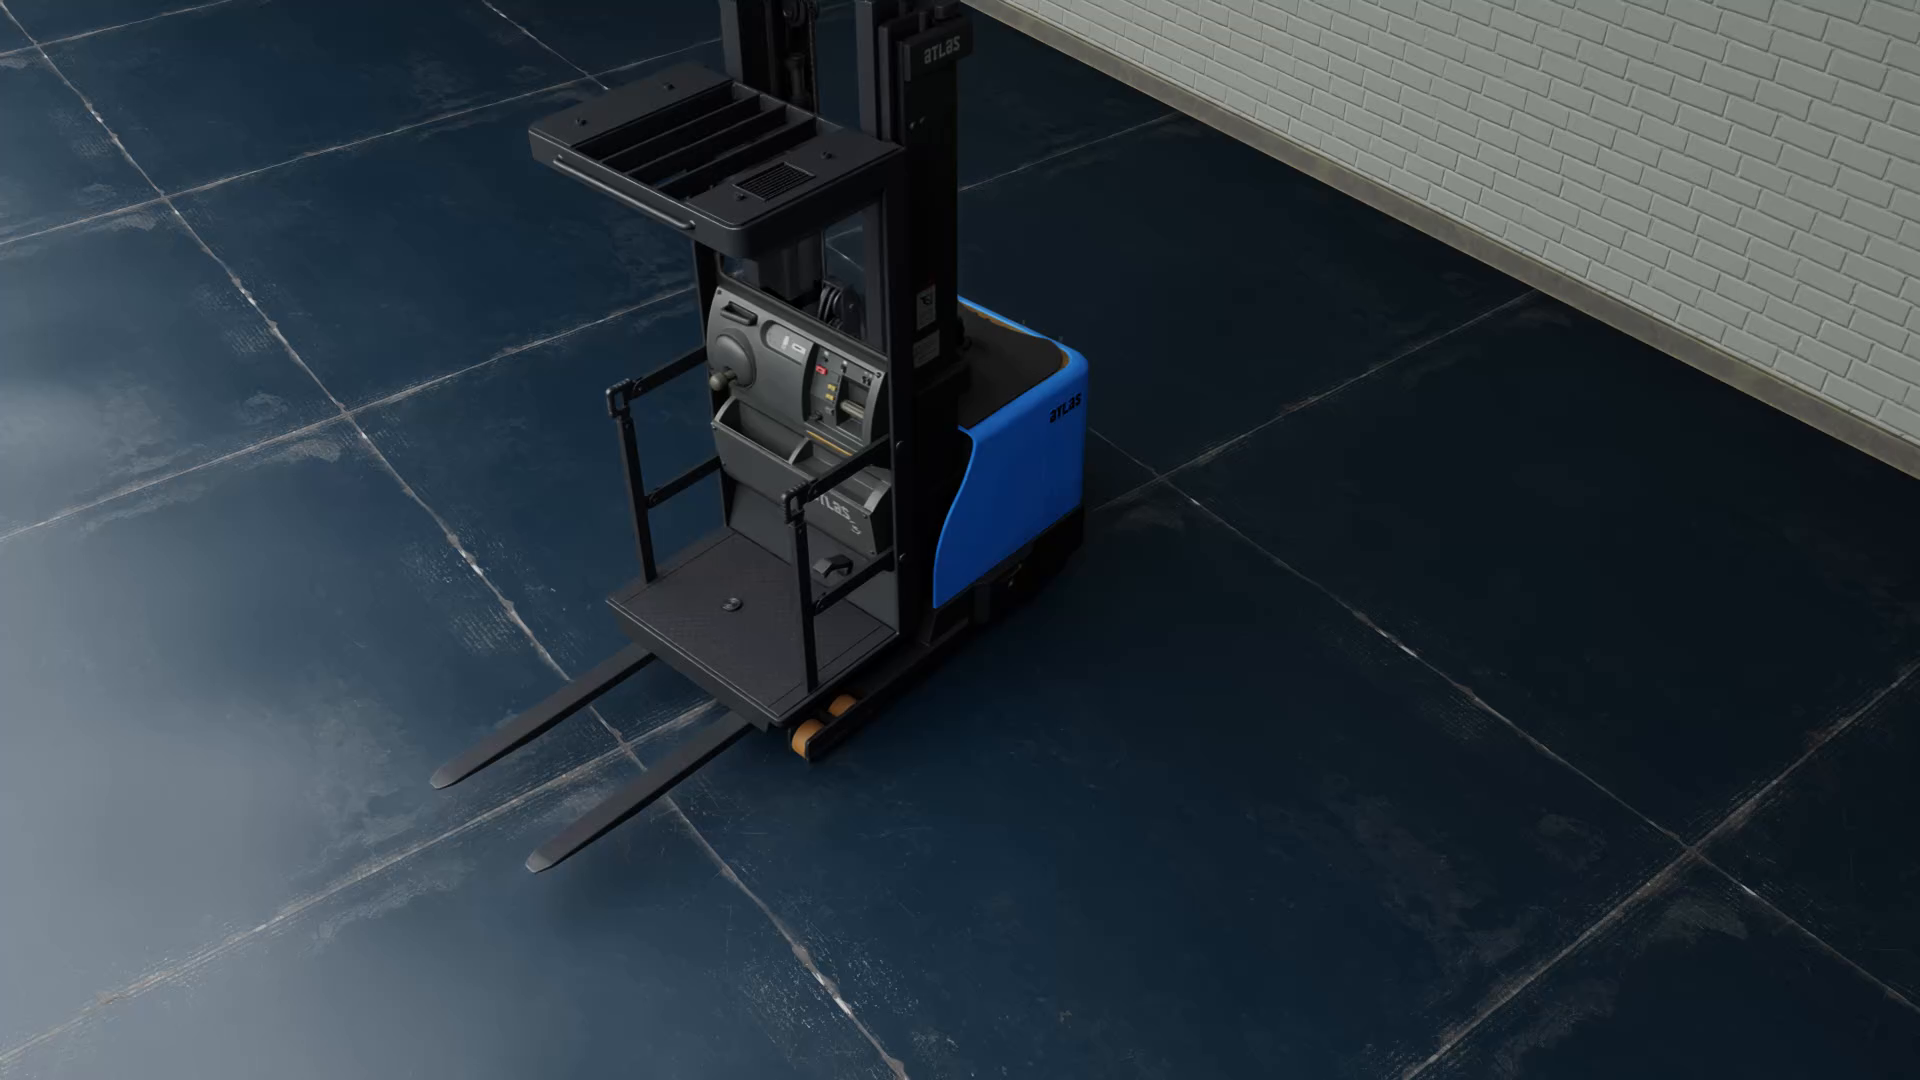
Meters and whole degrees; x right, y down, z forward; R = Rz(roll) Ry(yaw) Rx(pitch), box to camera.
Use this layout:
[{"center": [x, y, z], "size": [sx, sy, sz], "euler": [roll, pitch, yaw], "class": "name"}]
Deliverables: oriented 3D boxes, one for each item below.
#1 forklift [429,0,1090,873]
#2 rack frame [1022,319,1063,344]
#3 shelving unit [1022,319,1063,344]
[{"center": [-0.785, -0.602, 6.307], "size": [1.130, 2.935, 3.031], "euler": [30, 48, 31], "class": "forklift"}, {"center": [0.380, -0.626, 7.937], "size": [0.240, 0.900, 0.006], "euler": [30, 48, 31], "class": "rack frame"}, {"center": [0.312, -0.578, 7.879], "size": [0.258, 0.900, 0.210], "euler": [30, 48, 31], "class": "shelving unit"}]
